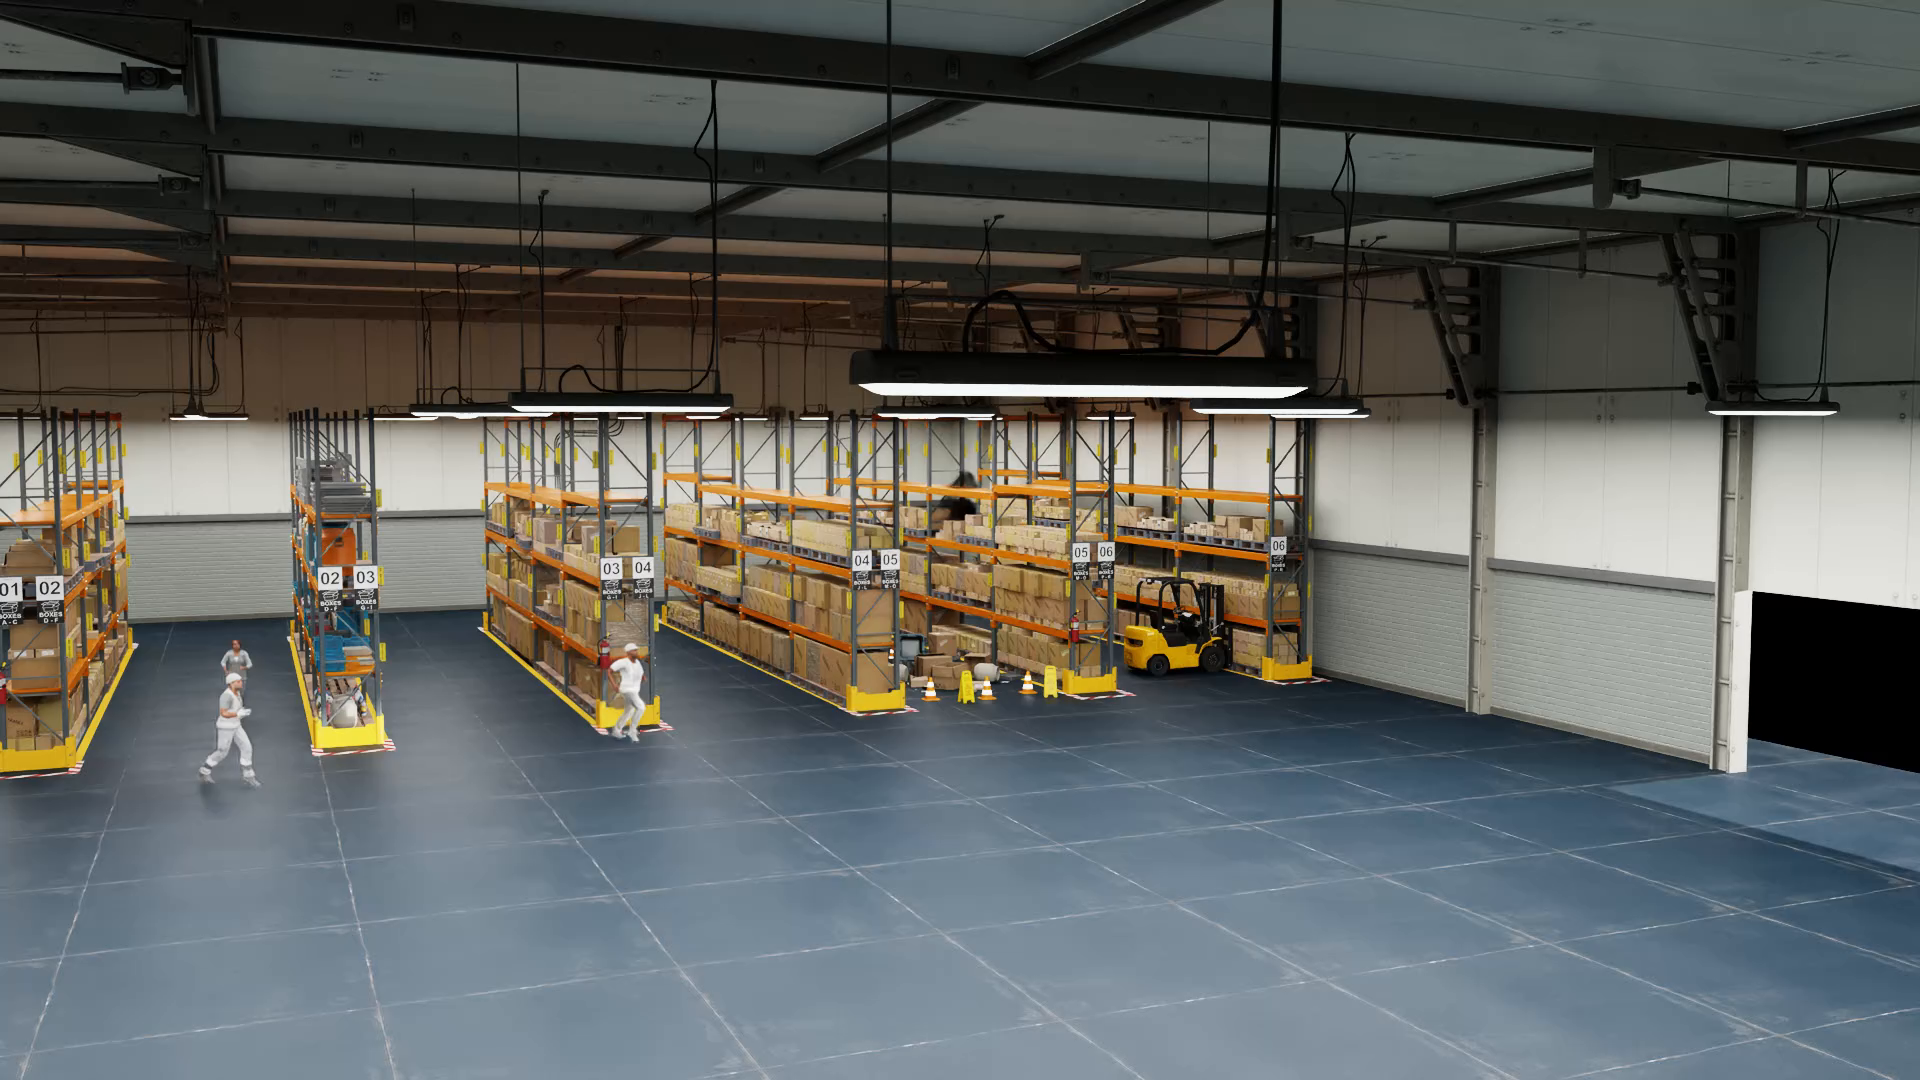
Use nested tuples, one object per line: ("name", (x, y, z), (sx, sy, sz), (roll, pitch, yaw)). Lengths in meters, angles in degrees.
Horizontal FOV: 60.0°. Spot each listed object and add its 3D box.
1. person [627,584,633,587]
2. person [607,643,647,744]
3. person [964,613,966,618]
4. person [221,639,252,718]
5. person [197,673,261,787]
("person", (-9.434, 1.602, 47.056), (0.695, 1.622, 0.879), (0, 4, -3))
("person", (-5.963, 2.751, 30.020), (0.707, 1.777, 0.701), (1, 4, 14))
("person", (0.004, 1.536, 47.298), (0.675, 1.745, 0.821), (-3, 5, -32))
("person", (-13.842, 2.706, 31.852), (0.544, 1.651, 0.648), (-2, 4, -25))
("person", (-11.529, 2.998, 26.188), (0.983, 1.813, 0.692), (0, 4, -2))
